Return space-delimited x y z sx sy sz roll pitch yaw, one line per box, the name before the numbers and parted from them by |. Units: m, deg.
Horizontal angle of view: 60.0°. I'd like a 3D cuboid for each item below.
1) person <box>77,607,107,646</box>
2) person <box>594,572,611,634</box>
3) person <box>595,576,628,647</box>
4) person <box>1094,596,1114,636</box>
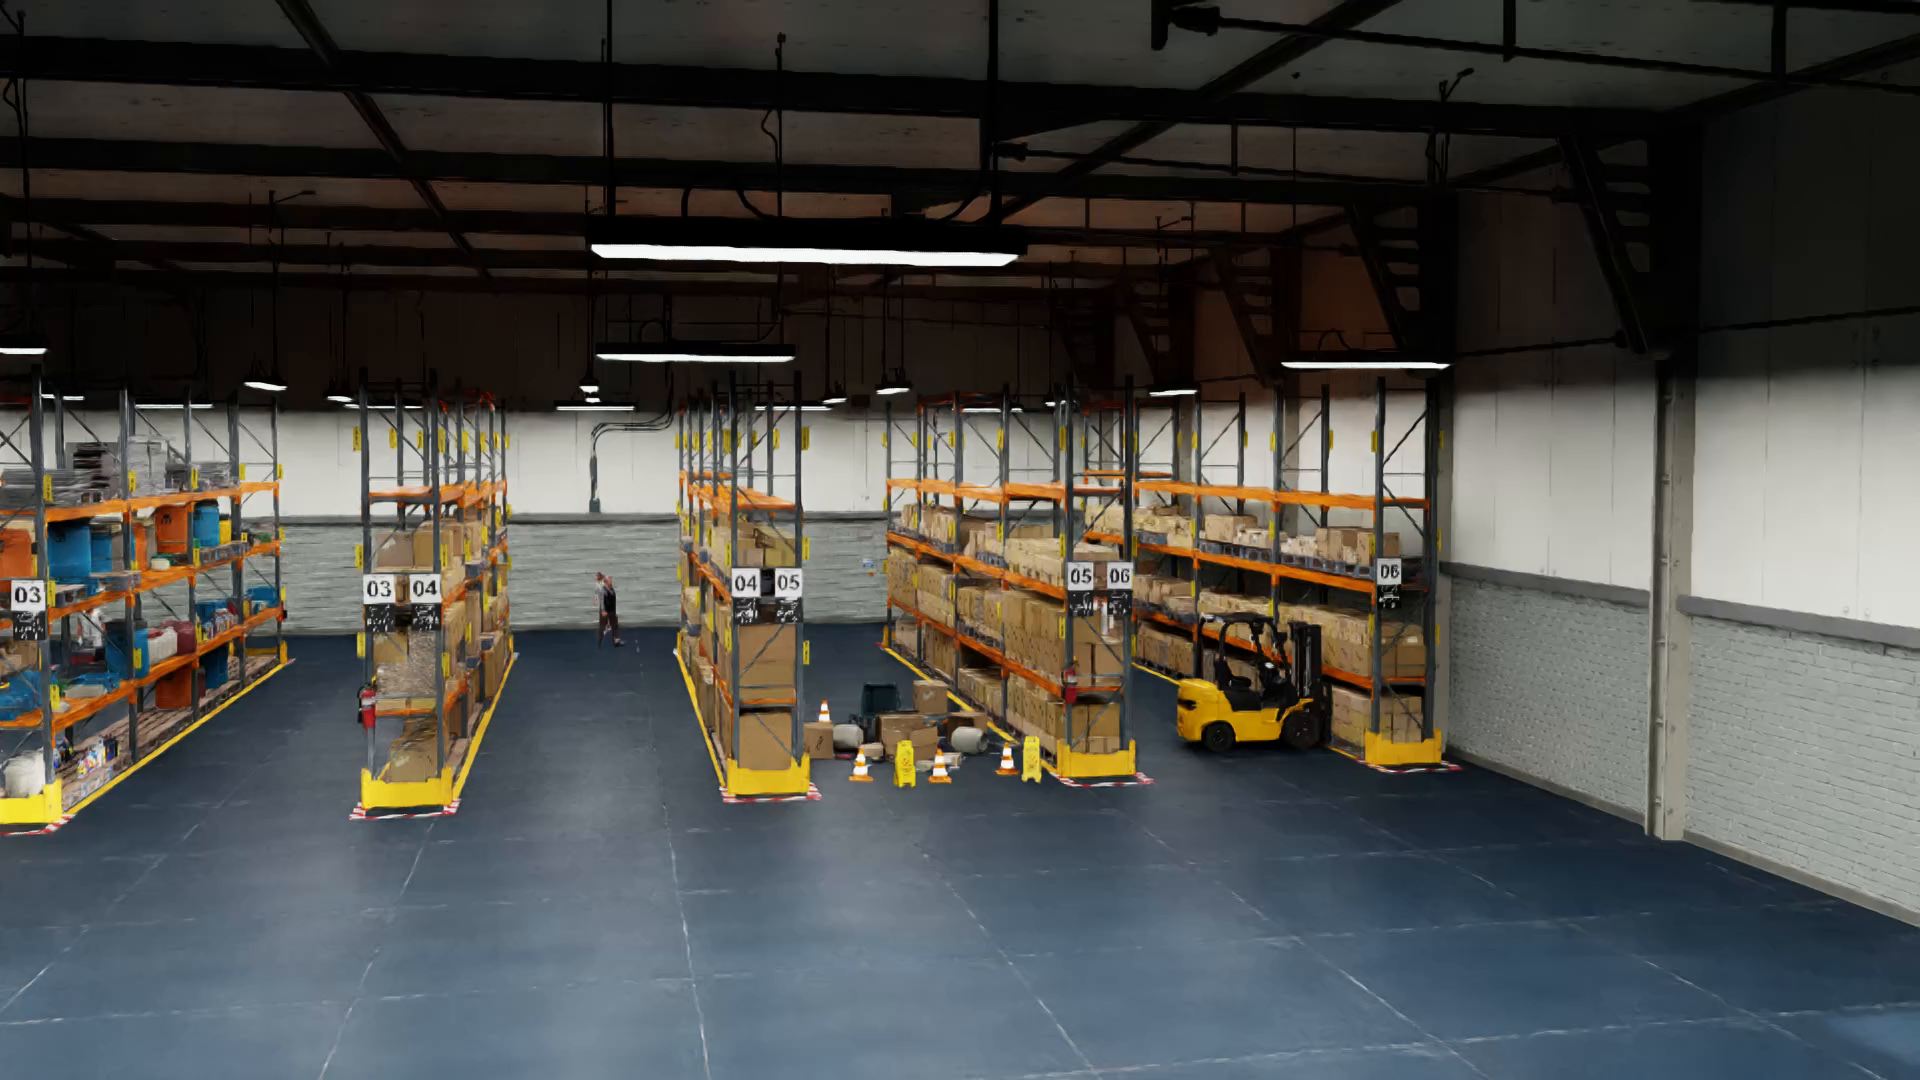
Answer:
person | -18.362 2.042 35.146 0.553 1.709 1.123 -1 3 -10
person | -9.316 1.627 43.531 0.507 1.613 0.531 3 5 43
person | -8.519 1.730 40.399 0.563 1.712 0.737 2 4 24
person | 2.997 1.980 36.322 0.729 1.733 0.546 -1 3 -13
